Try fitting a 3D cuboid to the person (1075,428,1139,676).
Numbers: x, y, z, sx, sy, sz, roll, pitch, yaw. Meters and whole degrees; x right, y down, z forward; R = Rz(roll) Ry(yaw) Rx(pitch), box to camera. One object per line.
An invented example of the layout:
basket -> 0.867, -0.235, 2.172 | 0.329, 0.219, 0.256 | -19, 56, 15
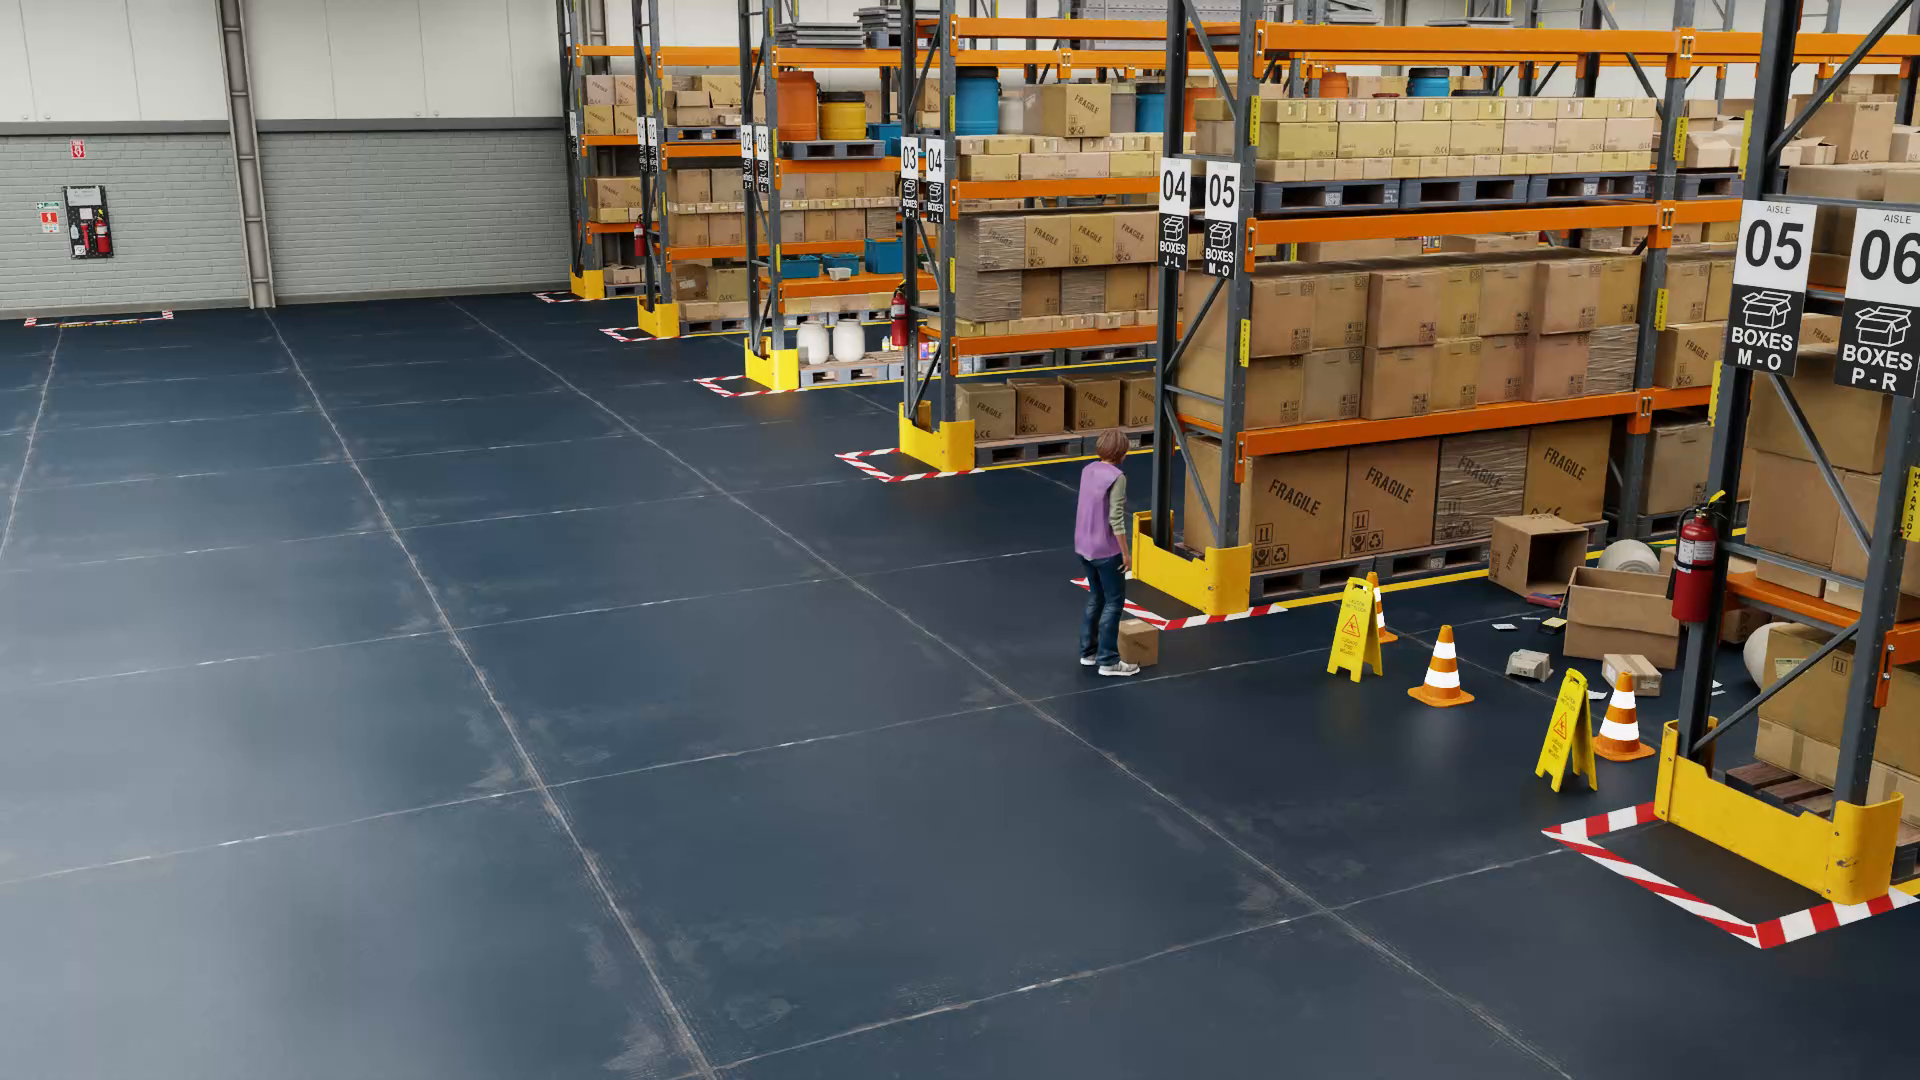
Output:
person -> 0.934, 0.073, 10.780 | 0.343, 1.593, 0.485 | -8, 18, -28
